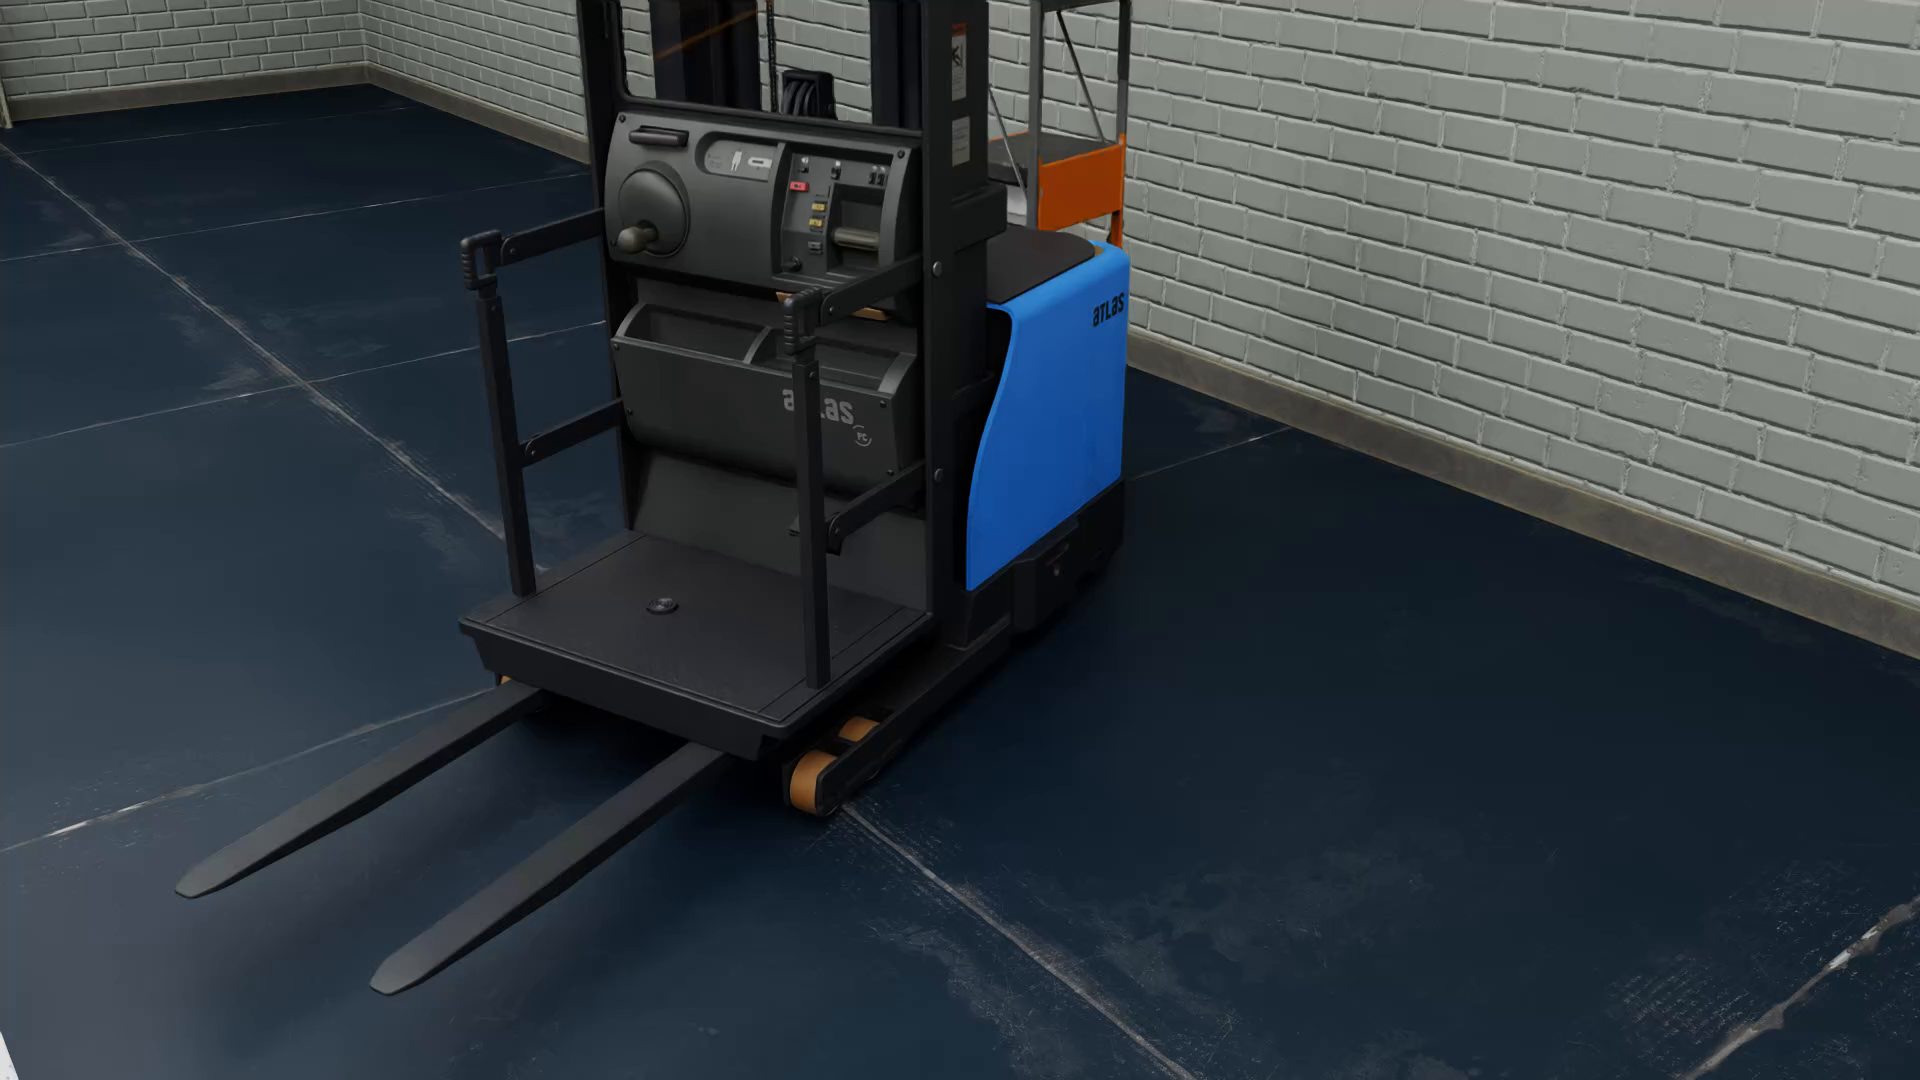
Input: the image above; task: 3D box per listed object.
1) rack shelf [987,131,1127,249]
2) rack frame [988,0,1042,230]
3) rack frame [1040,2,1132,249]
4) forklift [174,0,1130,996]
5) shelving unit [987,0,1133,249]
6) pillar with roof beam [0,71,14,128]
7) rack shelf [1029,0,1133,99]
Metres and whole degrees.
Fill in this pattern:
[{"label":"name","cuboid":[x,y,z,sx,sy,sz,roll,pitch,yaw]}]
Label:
[{"label":"rack shelf","cuboid":[0.251,-1.119,5.699,0.431,0.518,0.480,19,31,36]},{"label":"rack frame","cuboid":[0.095,-1.053,5.524,0.400,2.100,0.015,19,31,36]},{"label":"rack frame","cuboid":[0.408,-1.210,5.863,0.400,2.100,0.015,19,31,36]},{"label":"forklift","cuboid":[-0.641,-0.848,4.095,1.130,2.935,3.031,14,28,28]},{"label":"shelving unit","cuboid":[0.251,-1.131,5.694,0.431,2.100,0.503,19,31,36]},{"label":"pillar with roof beam","cuboid":[-4.621,-5.717,7.380,0.400,9.000,9.100,-18,31,-34]},{"label":"rack shelf","cuboid":[0.251,-1.754,5.405,0.431,0.518,0.480,19,31,36]}]
